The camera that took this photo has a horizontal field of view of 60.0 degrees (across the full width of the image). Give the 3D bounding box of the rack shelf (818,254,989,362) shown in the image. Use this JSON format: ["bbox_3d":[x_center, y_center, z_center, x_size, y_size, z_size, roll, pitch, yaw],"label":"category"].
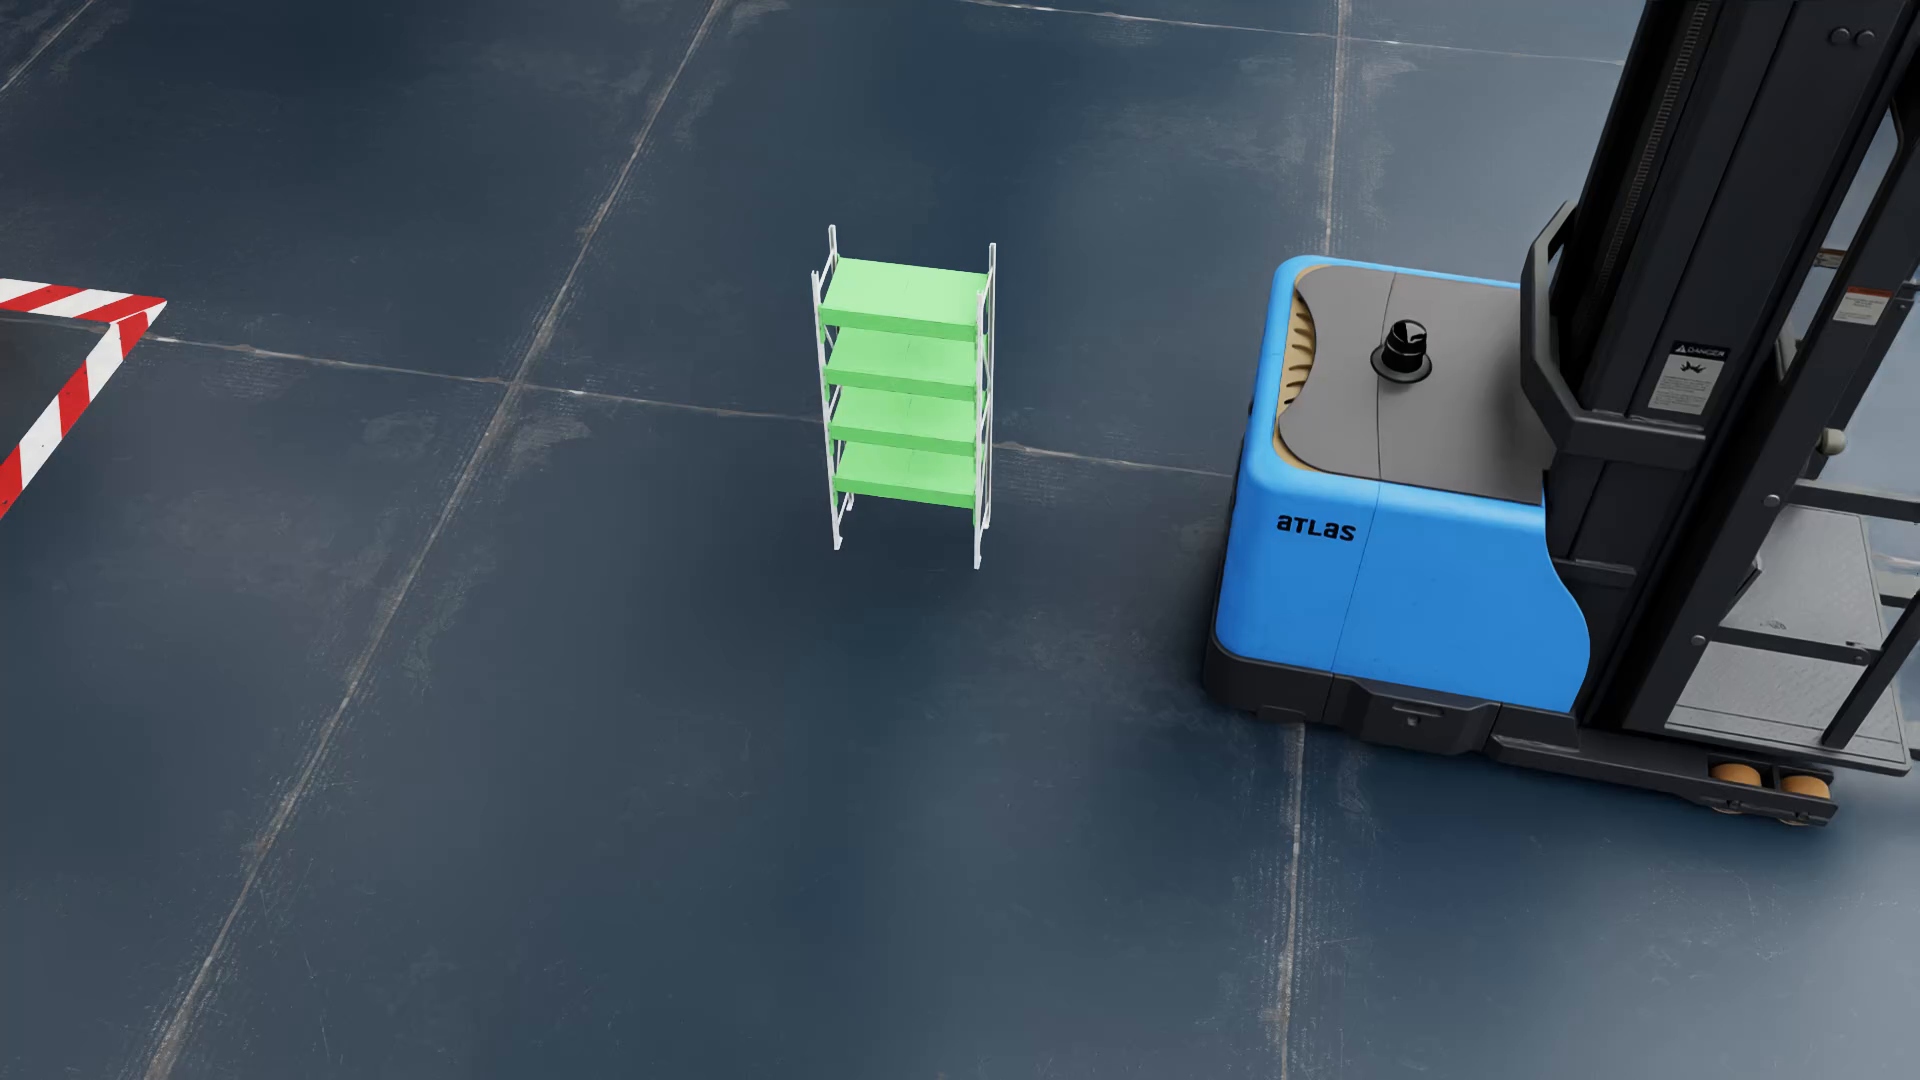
[{"bbox_3d":[-0.163,-0.701,5.014,0.480,0.148,0.258,8,49,7],"label":"rack shelf"}]

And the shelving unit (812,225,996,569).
[{"bbox_3d":[-0.163,-0.423,5.323,0.503,1.200,0.258,8,49,7],"label":"shelving unit"}]

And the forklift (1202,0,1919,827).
[{"bbox_3d":[2.339,-0.560,4.283,3.031,2.935,1.130,9,49,8],"label":"forklift"}]

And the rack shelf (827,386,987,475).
[{"bbox_3d":[-0.163,-0.380,5.371,0.480,0.148,0.258,8,49,7],"label":"rack shelf"}]

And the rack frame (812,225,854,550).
[{"bbox_3d":[-0.403,-0.455,5.352,0.015,1.200,0.240,8,49,7],"label":"rack frame"}]

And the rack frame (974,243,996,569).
[{"bbox_3d":[0.077,-0.391,5.294,0.015,1.200,0.240,8,49,7],"label":"rack frame"}]

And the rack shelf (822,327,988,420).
[{"bbox_3d":[-0.163,-0.541,5.192,0.480,0.148,0.258,8,49,7],"label":"rack shelf"}]

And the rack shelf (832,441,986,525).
[{"bbox_3d":[-0.163,-0.220,5.549,0.480,0.148,0.258,8,49,7],"label":"rack shelf"}]
